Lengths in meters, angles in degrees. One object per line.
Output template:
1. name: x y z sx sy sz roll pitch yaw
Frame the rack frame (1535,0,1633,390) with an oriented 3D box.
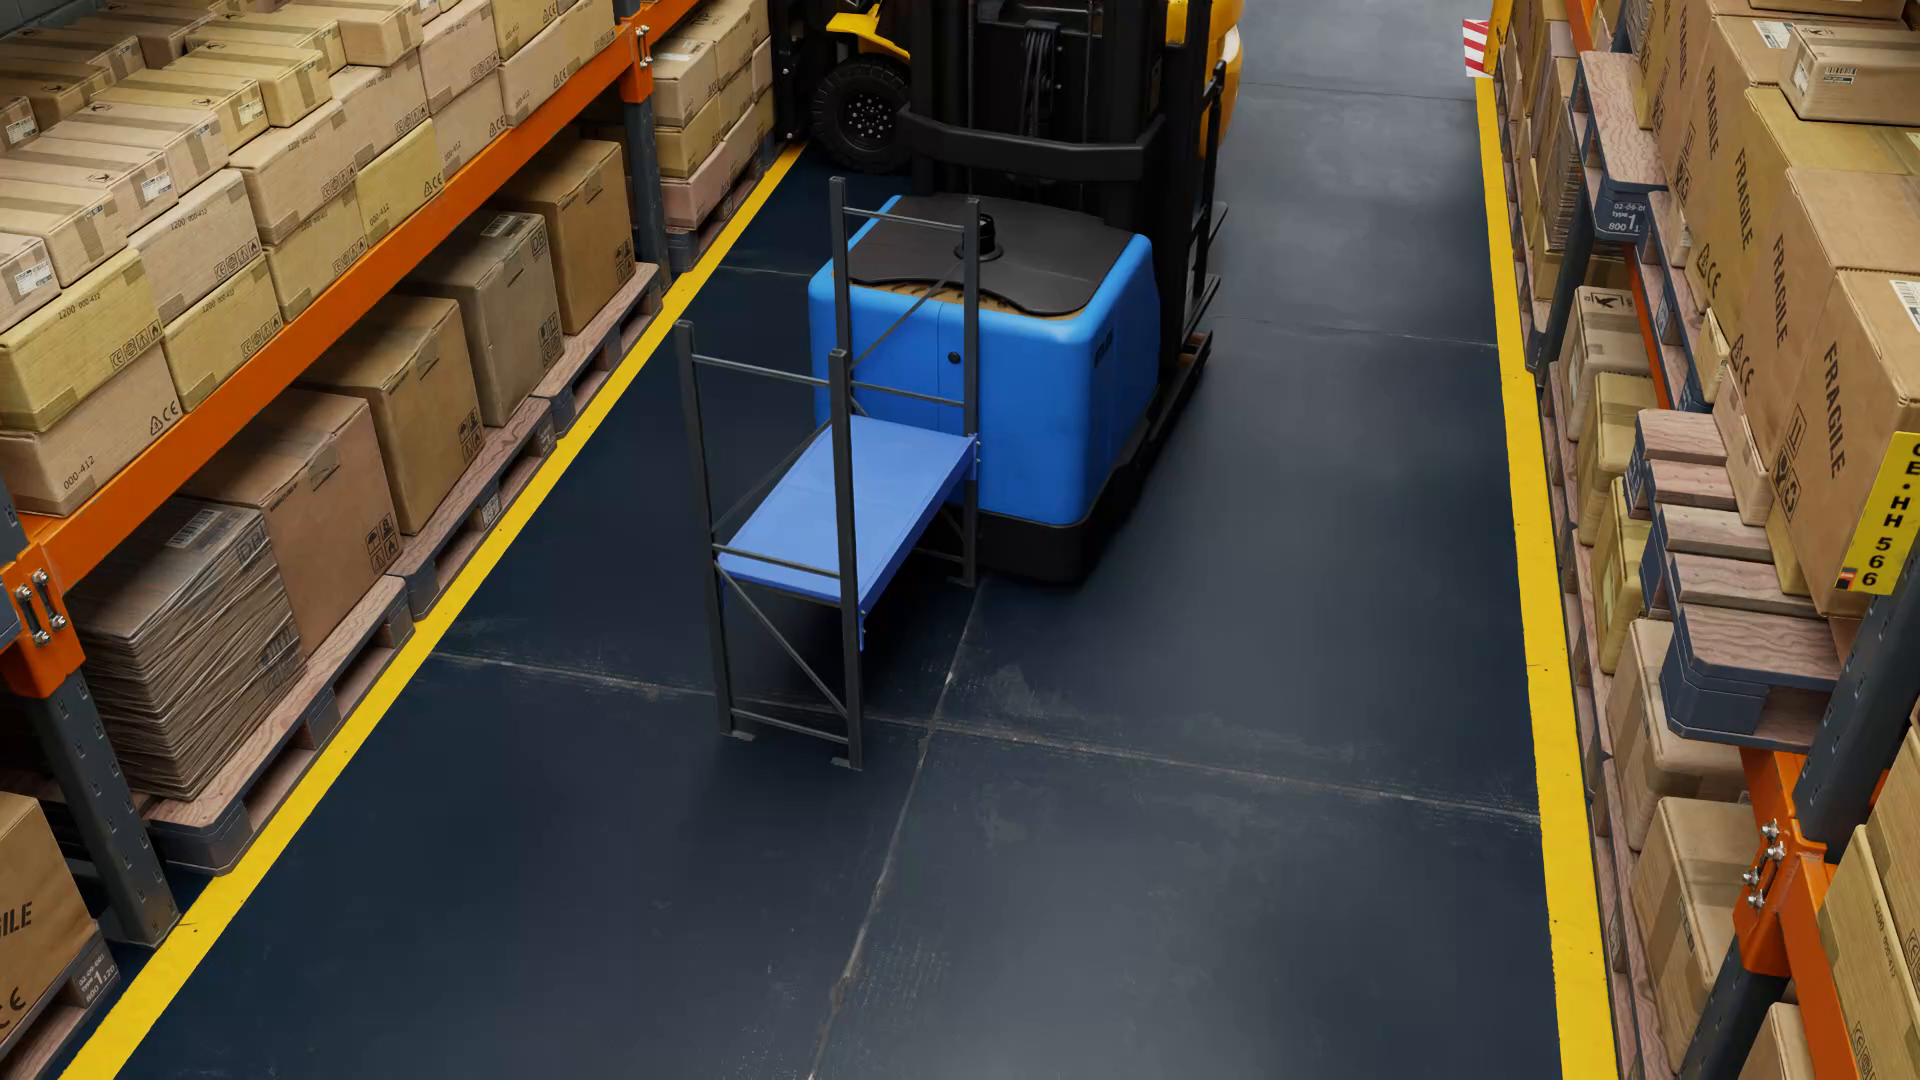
1. rack frame: 2.978 -1.834 6.225 1.000 3.000 0.127 7 37 10

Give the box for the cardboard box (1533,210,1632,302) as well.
1. cardboard box: 2.842 -1.264 7.423 0.500 0.250 0.500 9 37 12

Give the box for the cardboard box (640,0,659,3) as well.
1. cardboard box: -1.522 -2.717 7.357 0.500 0.500 0.500 6 36 9

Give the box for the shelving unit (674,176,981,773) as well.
1. shelving unit: -0.356 -0.213 5.265 0.538 1.500 1.048 13 38 17

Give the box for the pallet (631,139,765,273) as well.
1. pallet: -1.661 -1.776 8.521 1.003 0.211 1.213 7 37 10

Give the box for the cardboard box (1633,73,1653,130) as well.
1. cardboard box: 2.489 -1.483 5.597 0.380 0.149 0.250 8 37 11

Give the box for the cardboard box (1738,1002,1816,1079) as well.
1. cardboard box: 1.895 1.535 3.029 0.875 0.875 0.875 7 37 10

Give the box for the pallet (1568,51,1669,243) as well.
1. pallet: 2.673 -1.337 5.702 1.003 0.211 1.213 7 37 10

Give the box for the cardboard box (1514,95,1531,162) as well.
1. cardboard box: 3.169 -2.150 8.646 0.500 0.250 0.500 10 37 13

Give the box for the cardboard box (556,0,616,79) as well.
1. cardboard box: -1.724 -2.072 6.681 0.500 0.250 0.500 8 37 11

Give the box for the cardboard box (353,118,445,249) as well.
1. cardboard box: -2.065 -1.205 5.485 0.500 0.250 0.500 8 37 11

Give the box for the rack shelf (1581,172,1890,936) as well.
1. rack shelf: 2.551 -0.396 4.854 1.077 0.370 4.000 7 37 10

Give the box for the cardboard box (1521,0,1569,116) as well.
1. cardboard box: 3.163 -2.460 8.434 0.500 0.500 0.500 8 37 11

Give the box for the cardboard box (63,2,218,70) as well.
1. cardboard box: -2.545 -1.559 5.207 0.380 0.149 0.250 8 37 11

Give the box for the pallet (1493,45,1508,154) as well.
1. pallet: 3.608 -2.494 9.511 1.003 0.211 1.213 7 37 10

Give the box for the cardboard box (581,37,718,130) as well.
1. cardboard box: -1.462 -2.154 7.799 0.500 0.250 0.500 7 36 9

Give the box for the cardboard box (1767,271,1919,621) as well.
1. cardboard box: 1.949 -0.168 3.229 0.500 0.500 0.500 6 36 9

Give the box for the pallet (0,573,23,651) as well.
1. pallet: -2.803 0.314 3.424 1.213 0.211 1.003 7 37 10

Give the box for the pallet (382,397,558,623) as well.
1. pallet: -2.250 -0.197 6.341 1.003 0.211 1.213 7 37 10

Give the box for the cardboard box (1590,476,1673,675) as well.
1. cardboard box: 2.571 0.172 5.338 0.950 0.372 0.625 8 37 12

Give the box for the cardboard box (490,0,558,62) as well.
1. cardboard box: -1.830 -1.987 6.137 0.500 0.250 0.500 6 36 9

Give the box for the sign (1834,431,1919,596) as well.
1. sign: 1.591 -0.041 2.831 0.100 0.325 0.005 7 37 10

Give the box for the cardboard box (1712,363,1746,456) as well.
1. cardboard box: 2.022 -0.283 3.941 0.380 0.149 0.250 6 36 8

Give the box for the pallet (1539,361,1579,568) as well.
1. pallet: 2.813 -0.259 6.427 1.003 0.211 1.213 7 37 10

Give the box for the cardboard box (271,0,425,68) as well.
1. cardboard box: -1.953 -1.636 5.313 0.380 0.149 0.250 6 36 9

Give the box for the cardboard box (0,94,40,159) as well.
1. cardboard box: -2.809 -1.131 4.616 0.380 0.149 0.250 7 36 9

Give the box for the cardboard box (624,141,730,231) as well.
1. cardboard box: -1.445 -1.747 8.089 0.500 0.250 0.500 8 37 10

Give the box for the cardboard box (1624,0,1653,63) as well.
1. cardboard box: 2.598 -1.933 5.664 0.500 0.500 0.500 8 37 11

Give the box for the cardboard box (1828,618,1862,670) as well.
1. cardboard box: 1.964 0.173 3.311 0.380 0.149 0.250 9 37 12

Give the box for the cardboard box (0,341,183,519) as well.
1. cardboard box: -2.393 -0.324 4.269 0.500 0.250 0.500 7 37 10

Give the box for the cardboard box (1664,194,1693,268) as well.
1. cardboard box: 2.246 -0.882 4.767 0.380 0.149 0.250 9 37 12

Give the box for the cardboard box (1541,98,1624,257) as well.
1. cardboard box: 2.842 -1.568 7.203 0.500 0.500 0.500 7 36 9

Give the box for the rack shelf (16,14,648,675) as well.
1. rack shelf: -2.299 -1.017 5.710 1.077 0.370 4.000 7 37 10

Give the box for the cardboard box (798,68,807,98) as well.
1. cardboard box: -1.129 -2.625 9.301 0.500 0.250 0.500 8 37 11

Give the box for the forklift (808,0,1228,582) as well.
1. forklift: 0.459 -1.899 6.373 1.130 2.935 3.031 13 38 17

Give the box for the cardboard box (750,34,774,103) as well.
1. cardboard box: -1.243 -2.528 8.741 0.500 0.250 0.500 7 37 10

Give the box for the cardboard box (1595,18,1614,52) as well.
1. cardboard box: 2.749 -1.955 6.606 0.380 0.149 0.250 7 37 9

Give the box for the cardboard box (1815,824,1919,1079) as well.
1. cardboard box: 1.773 0.769 2.761 0.500 0.250 0.500 7 36 9

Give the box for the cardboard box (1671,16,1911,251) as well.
1. cardboard box: 2.273 -1.068 4.471 0.500 0.500 0.500 6 36 8

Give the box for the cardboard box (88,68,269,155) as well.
1. cardboard box: -2.217 -1.213 4.730 0.380 0.149 0.250 8 37 10

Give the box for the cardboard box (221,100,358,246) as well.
1. cardboard box: -2.155 -1.111 4.929 0.500 0.250 0.500 6 36 9

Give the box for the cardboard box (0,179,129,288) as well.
1. cardboard box: -2.315 -0.763 4.109 0.380 0.149 0.250 8 37 11

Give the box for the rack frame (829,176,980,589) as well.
1. rack frame: -0.177 -0.492 5.650 0.500 1.500 0.032 13 38 17

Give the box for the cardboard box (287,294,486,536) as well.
1. cardboard box: -2.304 -0.487 6.032 0.875 0.625 0.625 6 36 8
